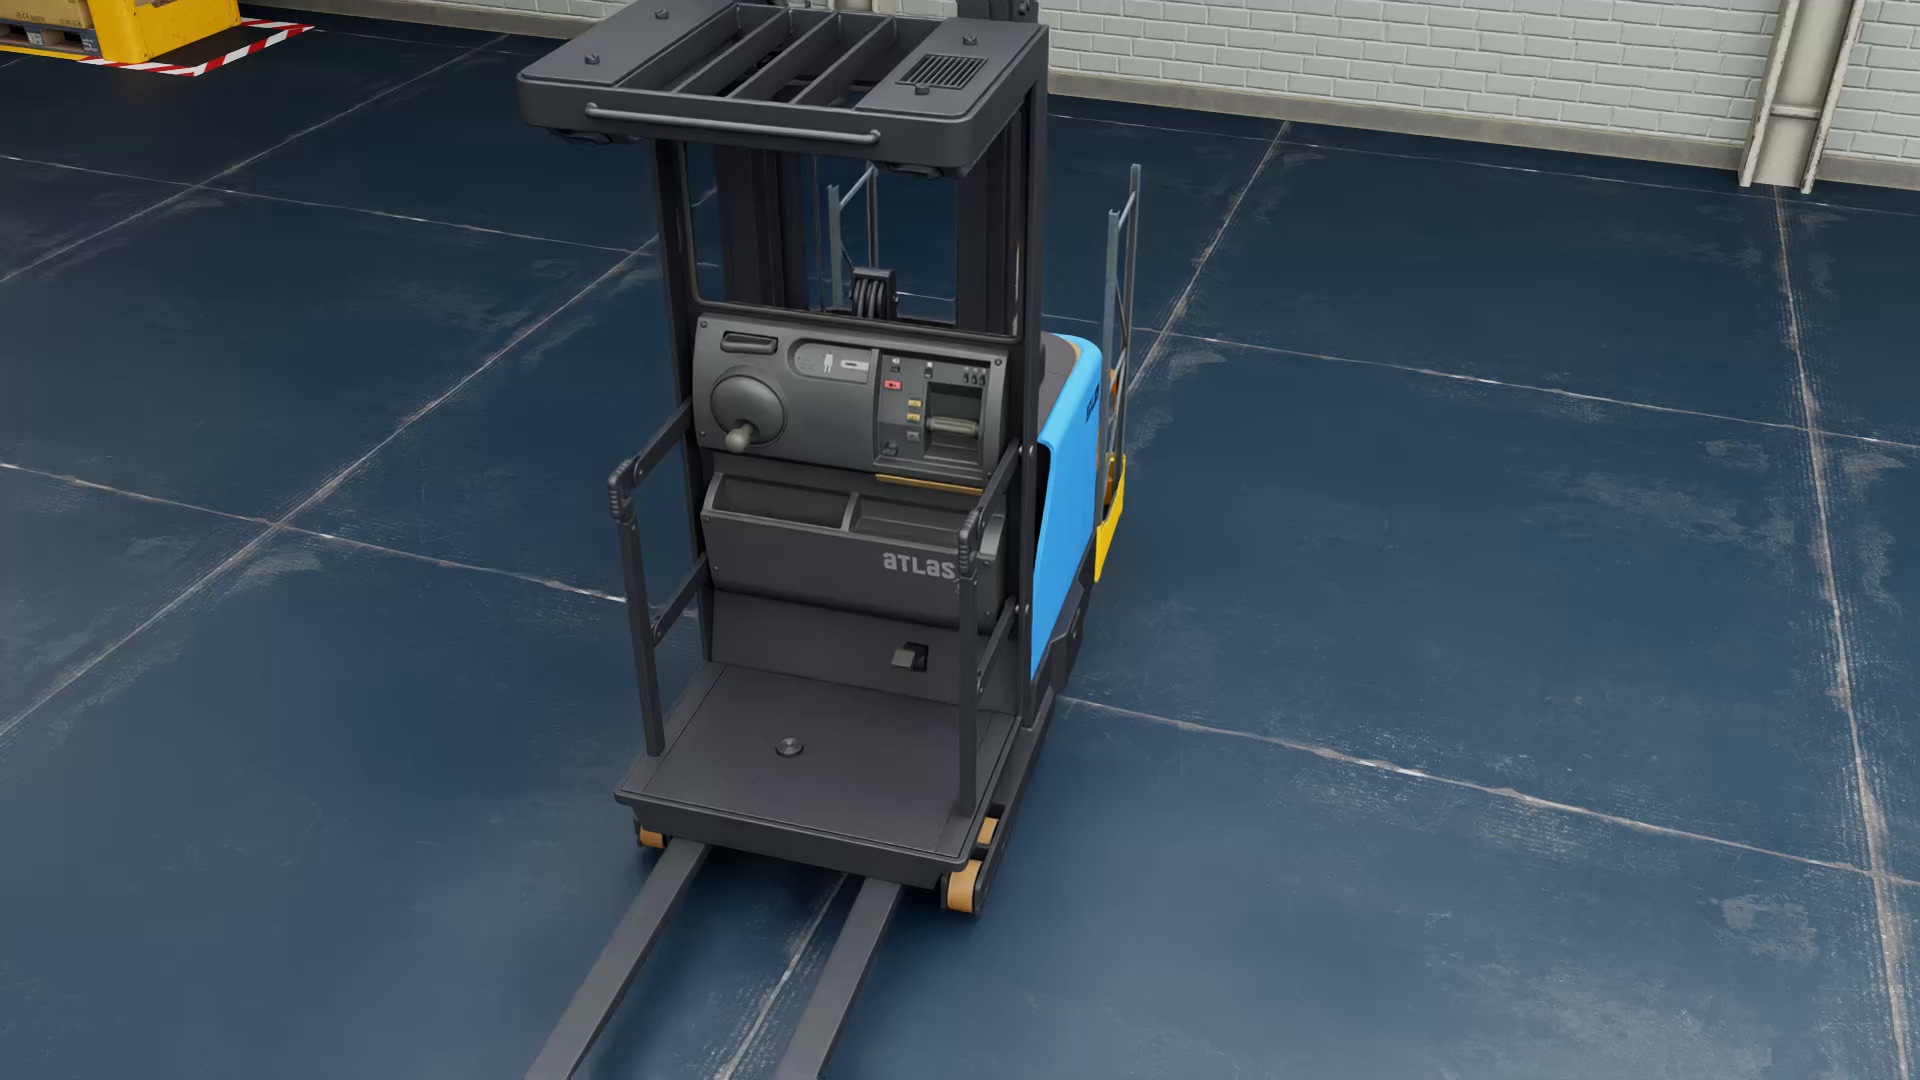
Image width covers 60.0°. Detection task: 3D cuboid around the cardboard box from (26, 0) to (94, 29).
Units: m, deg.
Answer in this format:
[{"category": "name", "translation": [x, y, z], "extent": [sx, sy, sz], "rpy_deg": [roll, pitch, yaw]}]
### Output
[{"category": "cardboard box", "translation": [-6.532, -4.003, 12.333], "extent": [0.500, 0.250, 0.500], "rpy_deg": [11, 35, 17]}]

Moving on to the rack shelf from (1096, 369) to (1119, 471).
[{"category": "rack shelf", "translation": [0.098, -0.540, 6.536], "extent": [1.000, 0.185, 0.538], "rpy_deg": [8, 34, 12]}]

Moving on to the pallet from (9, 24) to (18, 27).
[{"category": "pallet", "translation": [-7.862, -4.229, 13.105], "extent": [1.213, 0.211, 1.003], "rpy_deg": [11, 34, 16]}]

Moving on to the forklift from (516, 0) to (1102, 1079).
[{"category": "forklift", "translation": [-0.381, -0.348, 4.586], "extent": [1.130, 2.935, 3.031], "rpy_deg": [9, 34, 13]}]

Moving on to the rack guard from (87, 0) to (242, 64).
[{"category": "rack guard", "translation": [-5.961, -4.003, 12.489], "extent": [0.348, 0.500, 1.175], "rpy_deg": [11, 34, 16]}]

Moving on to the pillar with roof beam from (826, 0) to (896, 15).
[{"category": "pillar with roof beam", "translation": [-2.139, -4.869, 5.995], "extent": [0.400, 9.000, 9.100], "rpy_deg": [11, 34, 16]}]

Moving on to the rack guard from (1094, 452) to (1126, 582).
[{"category": "rack guard", "translation": [0.571, -0.100, 6.674], "extent": [0.087, 0.250, 0.587], "rpy_deg": [8, 34, 12]}]

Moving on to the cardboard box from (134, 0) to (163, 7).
[{"category": "cardboard box", "translation": [-6.380, -4.268, 12.743], "extent": [0.500, 0.250, 0.500], "rpy_deg": [11, 34, 17]}]

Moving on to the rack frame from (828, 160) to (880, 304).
[{"category": "rack frame", "translation": [-0.394, -0.760, 6.545], "extent": [0.032, 1.500, 0.500], "rpy_deg": [8, 34, 12]}]

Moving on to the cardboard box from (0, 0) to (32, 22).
[{"category": "cardboard box", "translation": [-6.997, -4.099, 12.481], "extent": [0.500, 0.250, 0.500], "rpy_deg": [11, 34, 16]}]

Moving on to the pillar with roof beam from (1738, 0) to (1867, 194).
[{"category": "pillar with roof beam", "translation": [3.509, -3.771, 4.295], "extent": [0.400, 9.000, 9.100], "rpy_deg": [11, 34, 16]}]

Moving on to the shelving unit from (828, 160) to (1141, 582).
[{"category": "shelving unit", "translation": [0.089, -0.693, 6.440], "extent": [1.083, 1.500, 0.587], "rpy_deg": [8, 34, 12]}]

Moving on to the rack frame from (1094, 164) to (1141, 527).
[{"category": "rack frame", "translation": [0.590, -0.622, 6.331], "extent": [0.032, 1.500, 0.500], "rpy_deg": [8, 34, 12]}]

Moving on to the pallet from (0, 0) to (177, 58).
[{"category": "pallet", "translation": [-6.717, -4.004, 12.757], "extent": [1.213, 0.211, 1.003], "rpy_deg": [11, 34, 16]}]
